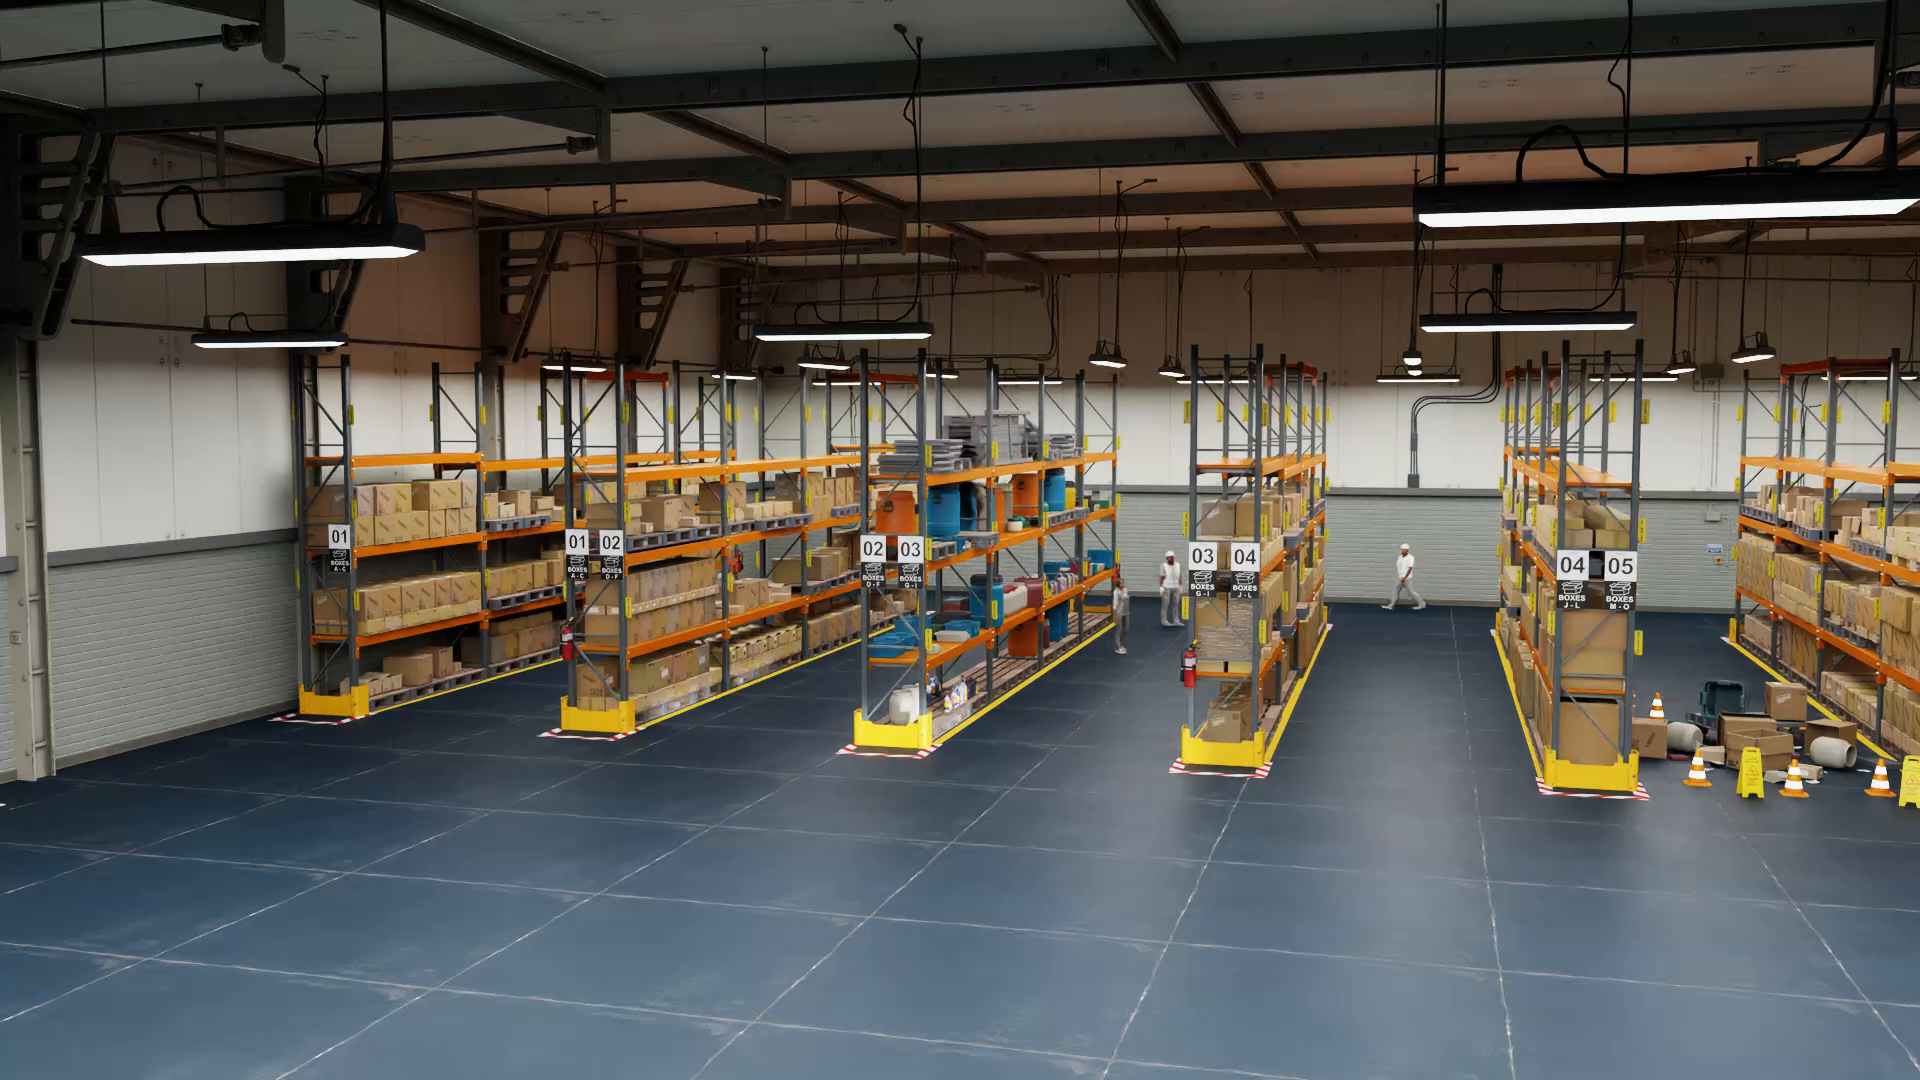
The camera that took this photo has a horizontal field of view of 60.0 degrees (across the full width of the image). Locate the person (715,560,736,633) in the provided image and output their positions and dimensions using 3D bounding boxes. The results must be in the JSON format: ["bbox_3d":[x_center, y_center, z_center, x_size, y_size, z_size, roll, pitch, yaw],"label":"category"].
[{"bbox_3d":[-5.157,1.324,37.120,0.441,1.801,0.611,2,5,25],"label":"person"}]

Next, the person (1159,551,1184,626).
[{"bbox_3d":[4.999,1.151,39.447,0.620,1.794,0.363,-2,5,-24],"label":"person"}]

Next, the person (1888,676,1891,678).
[{"bbox_3d":[17.821,1.832,31.405,0.453,1.667,0.584,4,6,41],"label":"person"}]

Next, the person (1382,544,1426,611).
[{"bbox_3d":[11.351,0.959,42.516,1.067,1.728,0.636,0,4,4],"label":"person"}]

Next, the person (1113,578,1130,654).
[{"bbox_3d":[3.388,1.583,34.992,0.473,1.602,0.387,-4,6,-41],"label":"person"}]
